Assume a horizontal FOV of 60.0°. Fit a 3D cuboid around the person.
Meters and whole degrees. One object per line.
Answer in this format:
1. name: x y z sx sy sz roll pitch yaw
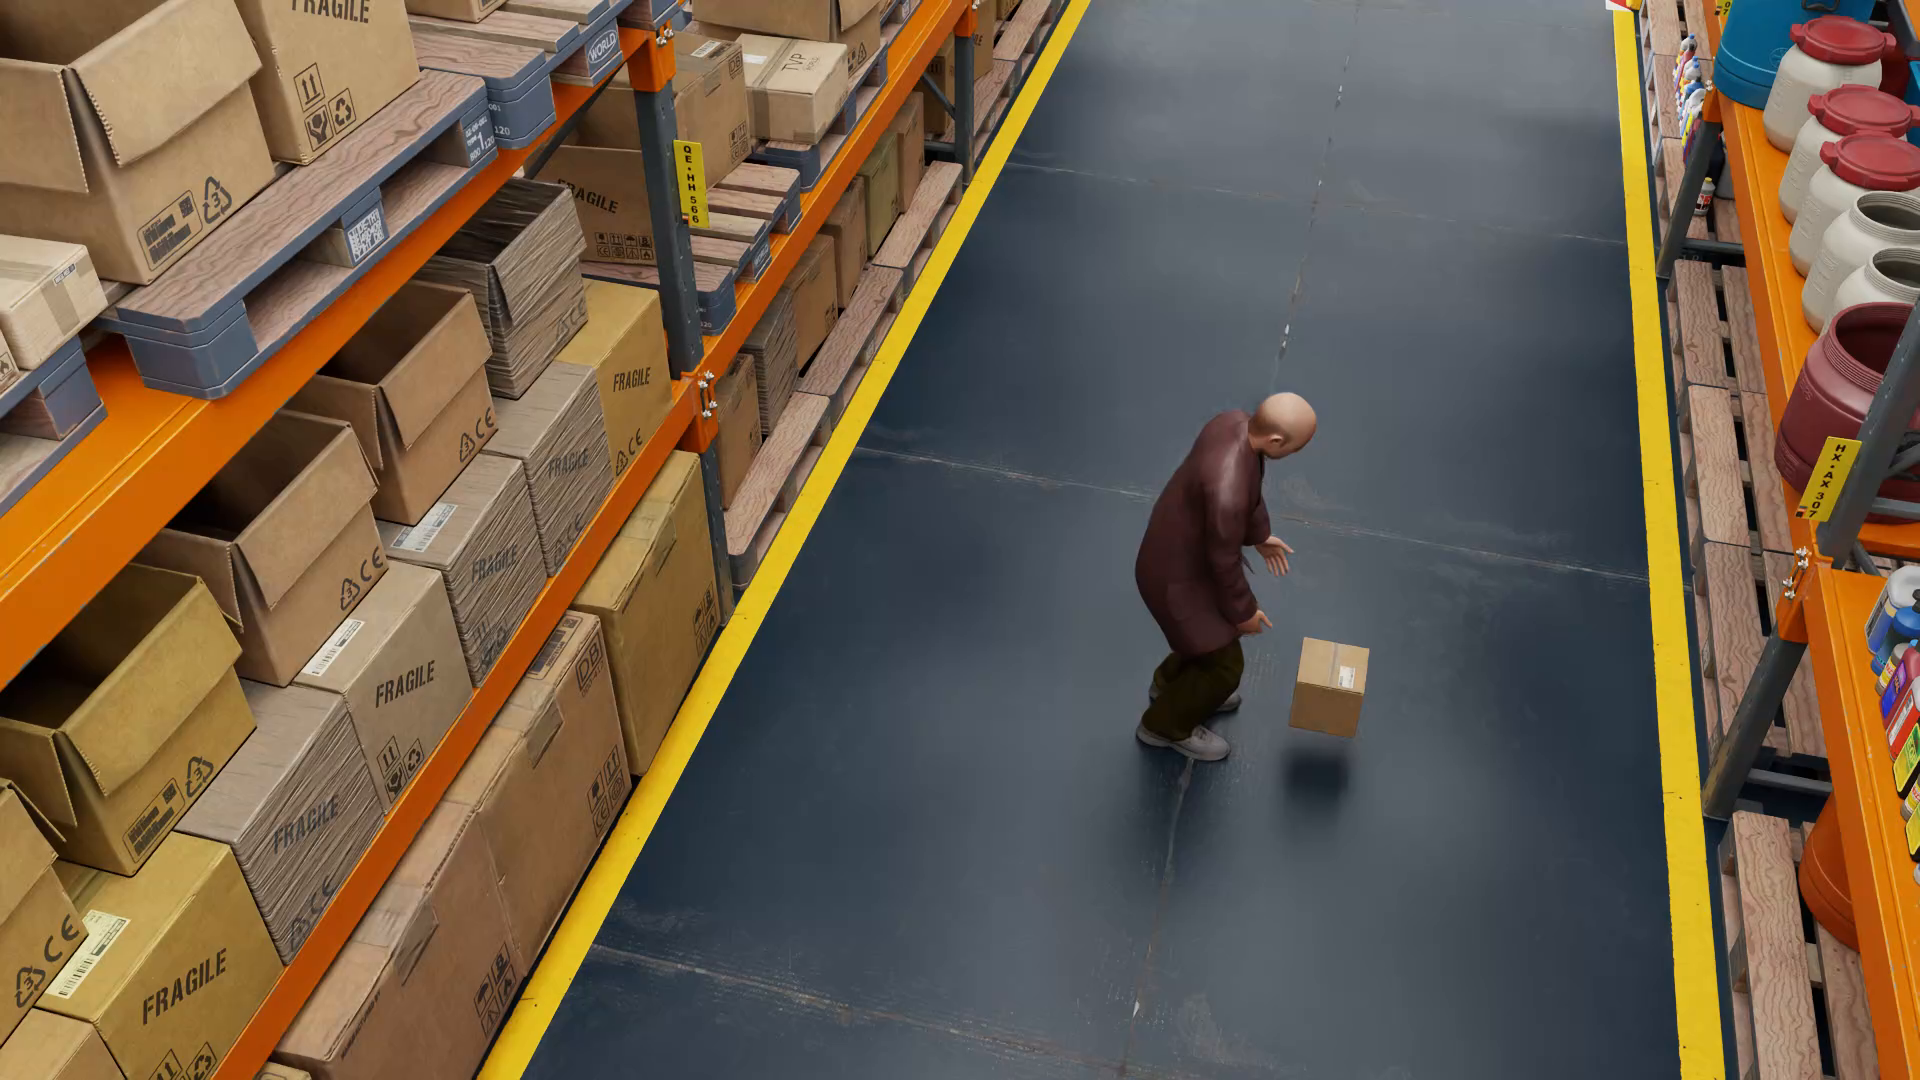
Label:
1. person: 0.944 0.105 6.189 0.564 1.601 0.620 10 42 12
